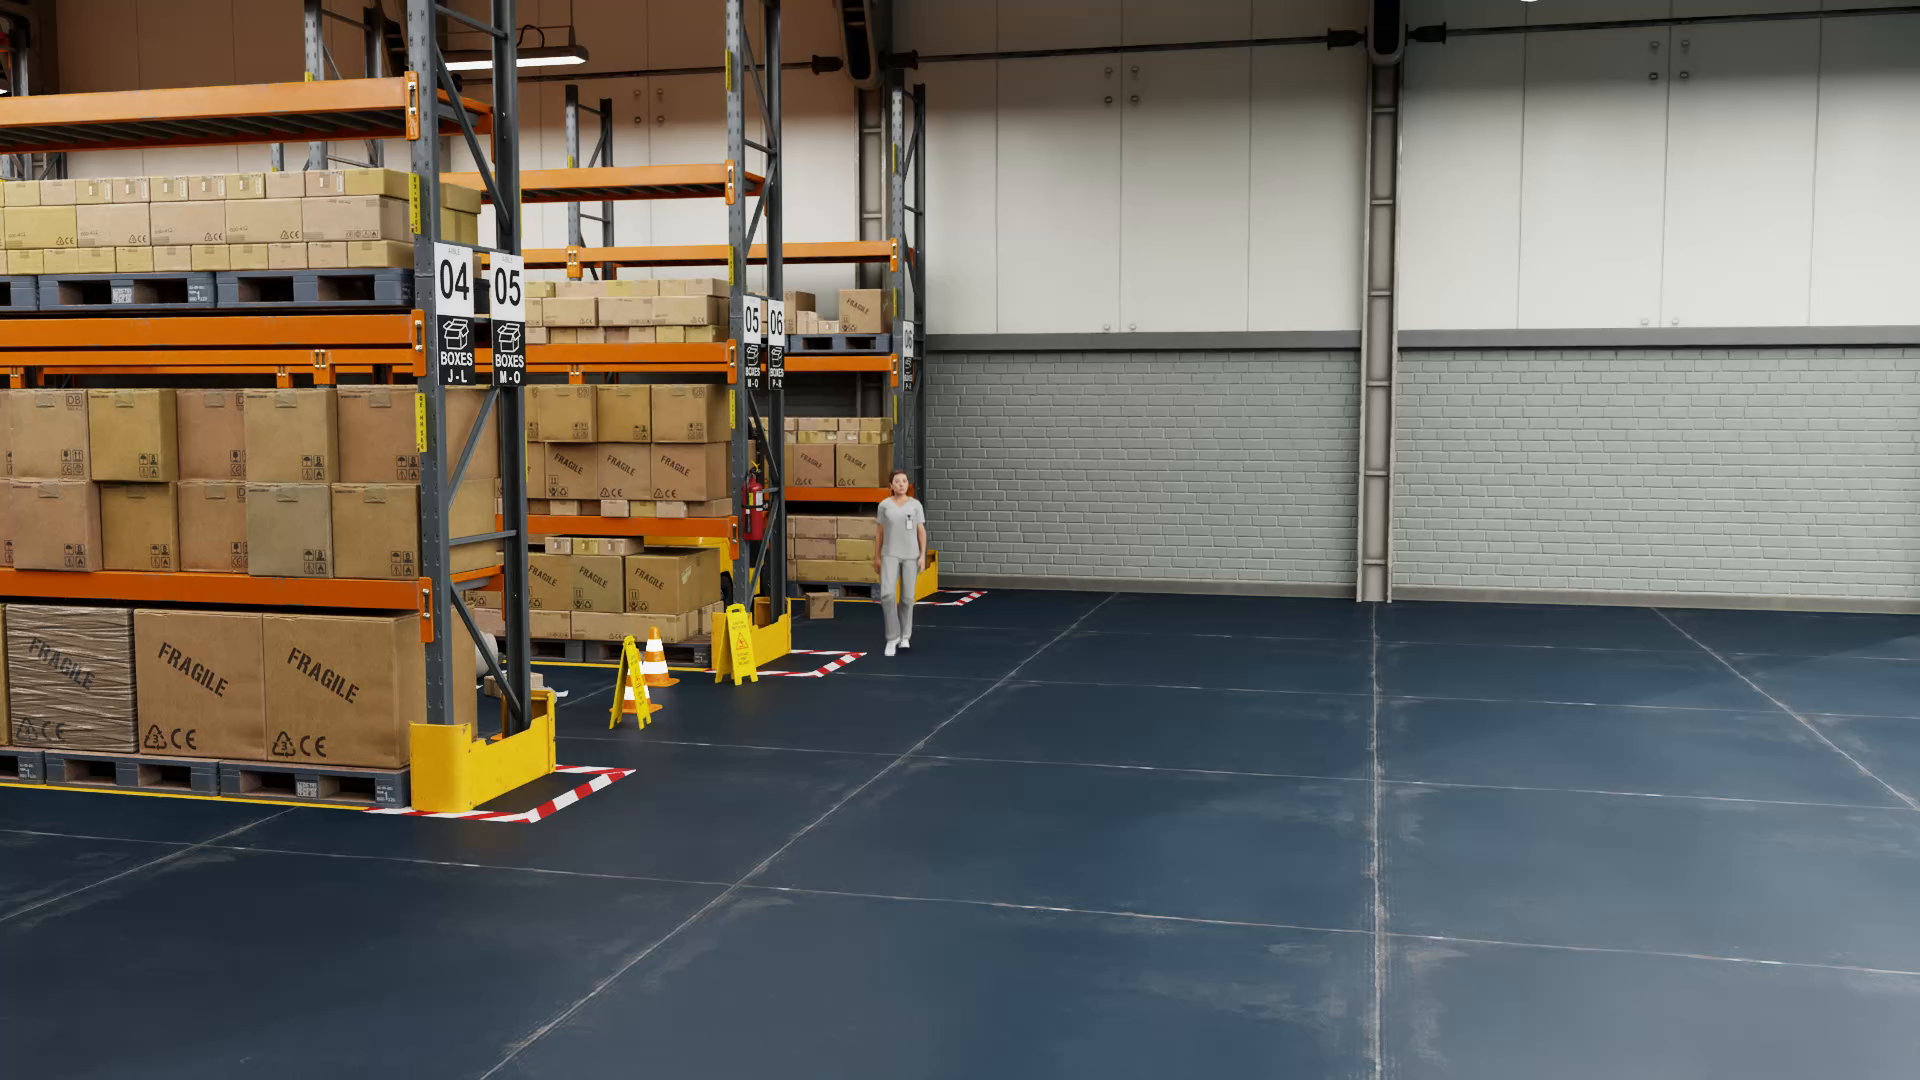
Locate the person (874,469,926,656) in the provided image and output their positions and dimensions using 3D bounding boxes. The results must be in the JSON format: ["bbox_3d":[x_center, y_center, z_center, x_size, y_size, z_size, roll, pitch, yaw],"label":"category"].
[{"bbox_3d":[-0.545,0.209,15.238,0.475,1.721,0.520,-1,5,-7],"label":"person"}]
